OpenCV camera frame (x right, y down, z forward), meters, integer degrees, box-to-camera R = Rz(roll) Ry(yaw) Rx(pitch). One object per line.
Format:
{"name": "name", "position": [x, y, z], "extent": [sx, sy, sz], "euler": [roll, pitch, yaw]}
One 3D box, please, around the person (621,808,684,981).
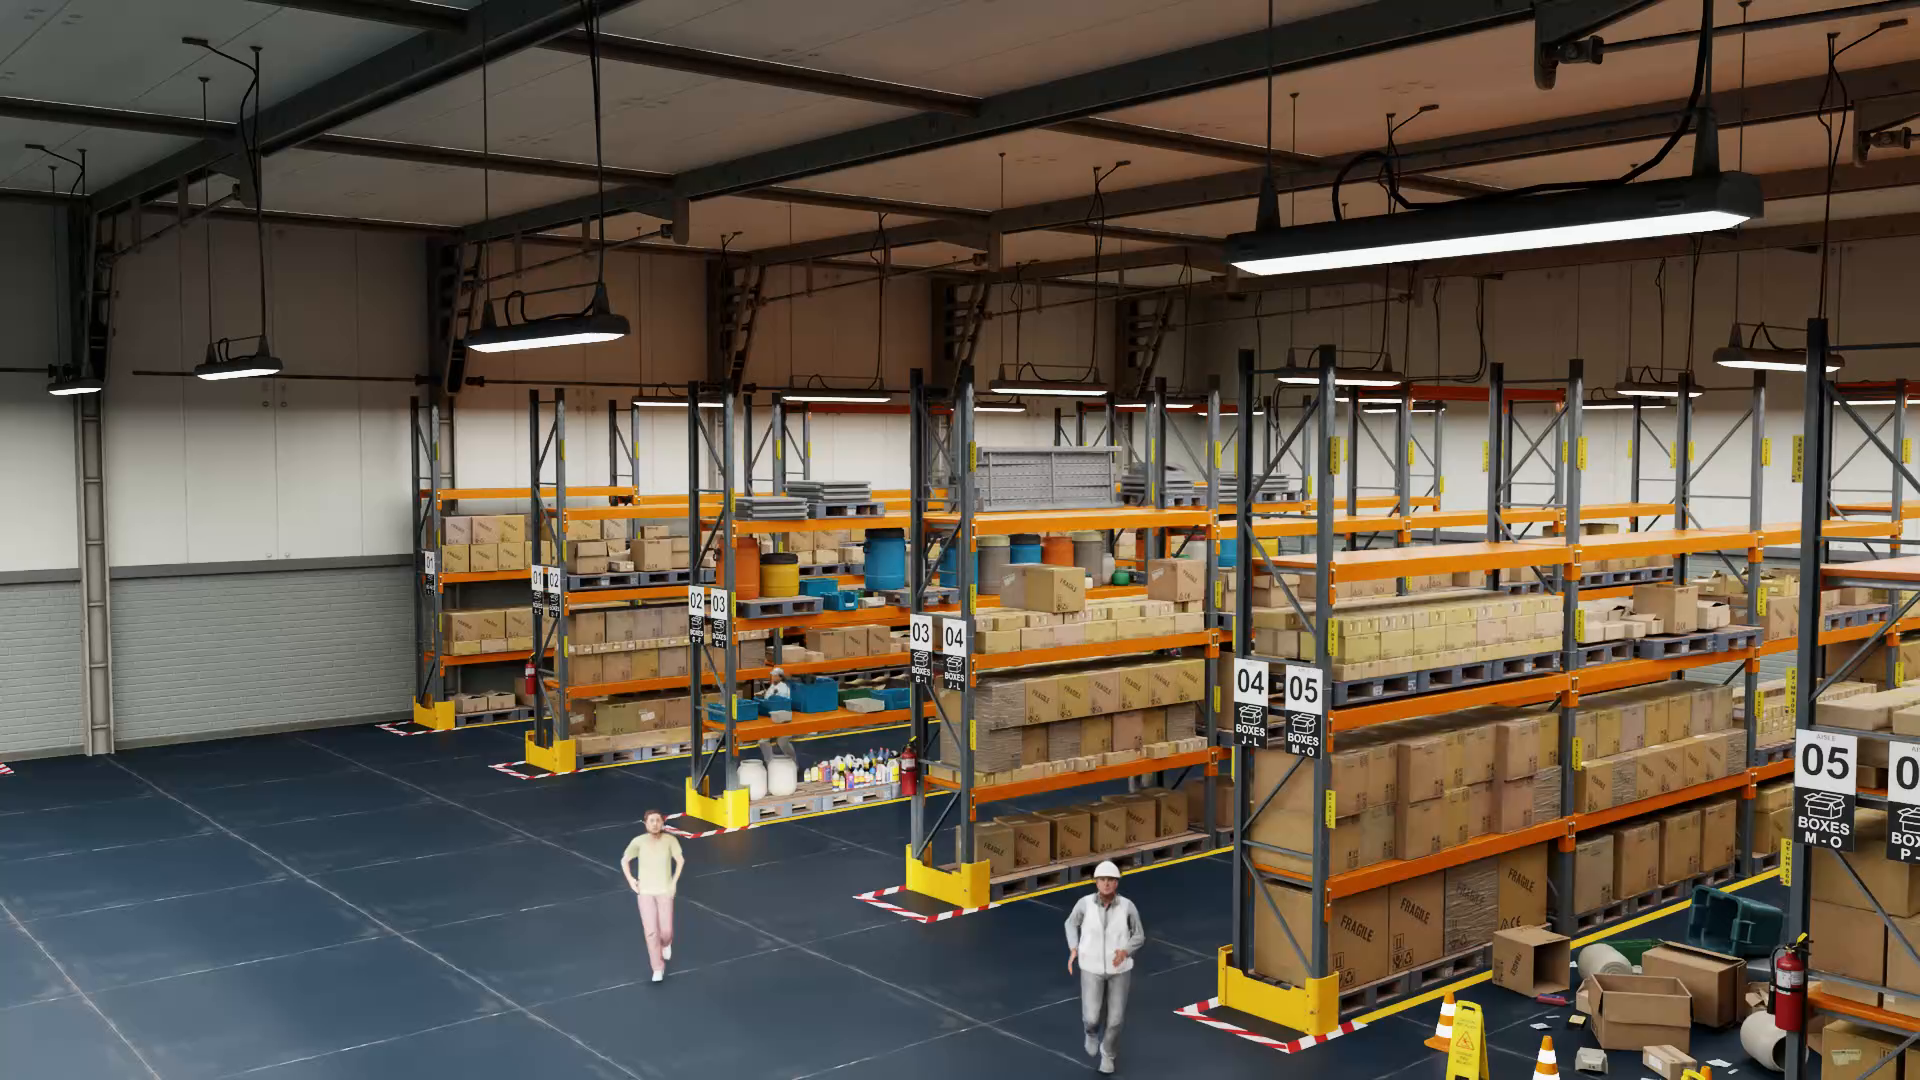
{"name": "person", "position": [-2.983, 3.527, 16.114], "extent": [0.588, 1.385, 0.600], "euler": [-1, 3, -11]}

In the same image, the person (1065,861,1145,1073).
{"name": "person", "position": [1.179, 3.497, 13.577], "extent": [0.659, 1.730, 0.570], "euler": [0, 3, 6]}

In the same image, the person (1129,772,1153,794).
{"name": "person", "position": [2.529, 2.935, 22.796], "extent": [0.707, 1.757, 0.835], "euler": [3, 5, 44]}

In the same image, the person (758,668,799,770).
{"name": "person", "position": [-2.821, 2.829, 25.739], "extent": [0.682, 1.717, 0.586], "euler": [-3, 5, -45]}
